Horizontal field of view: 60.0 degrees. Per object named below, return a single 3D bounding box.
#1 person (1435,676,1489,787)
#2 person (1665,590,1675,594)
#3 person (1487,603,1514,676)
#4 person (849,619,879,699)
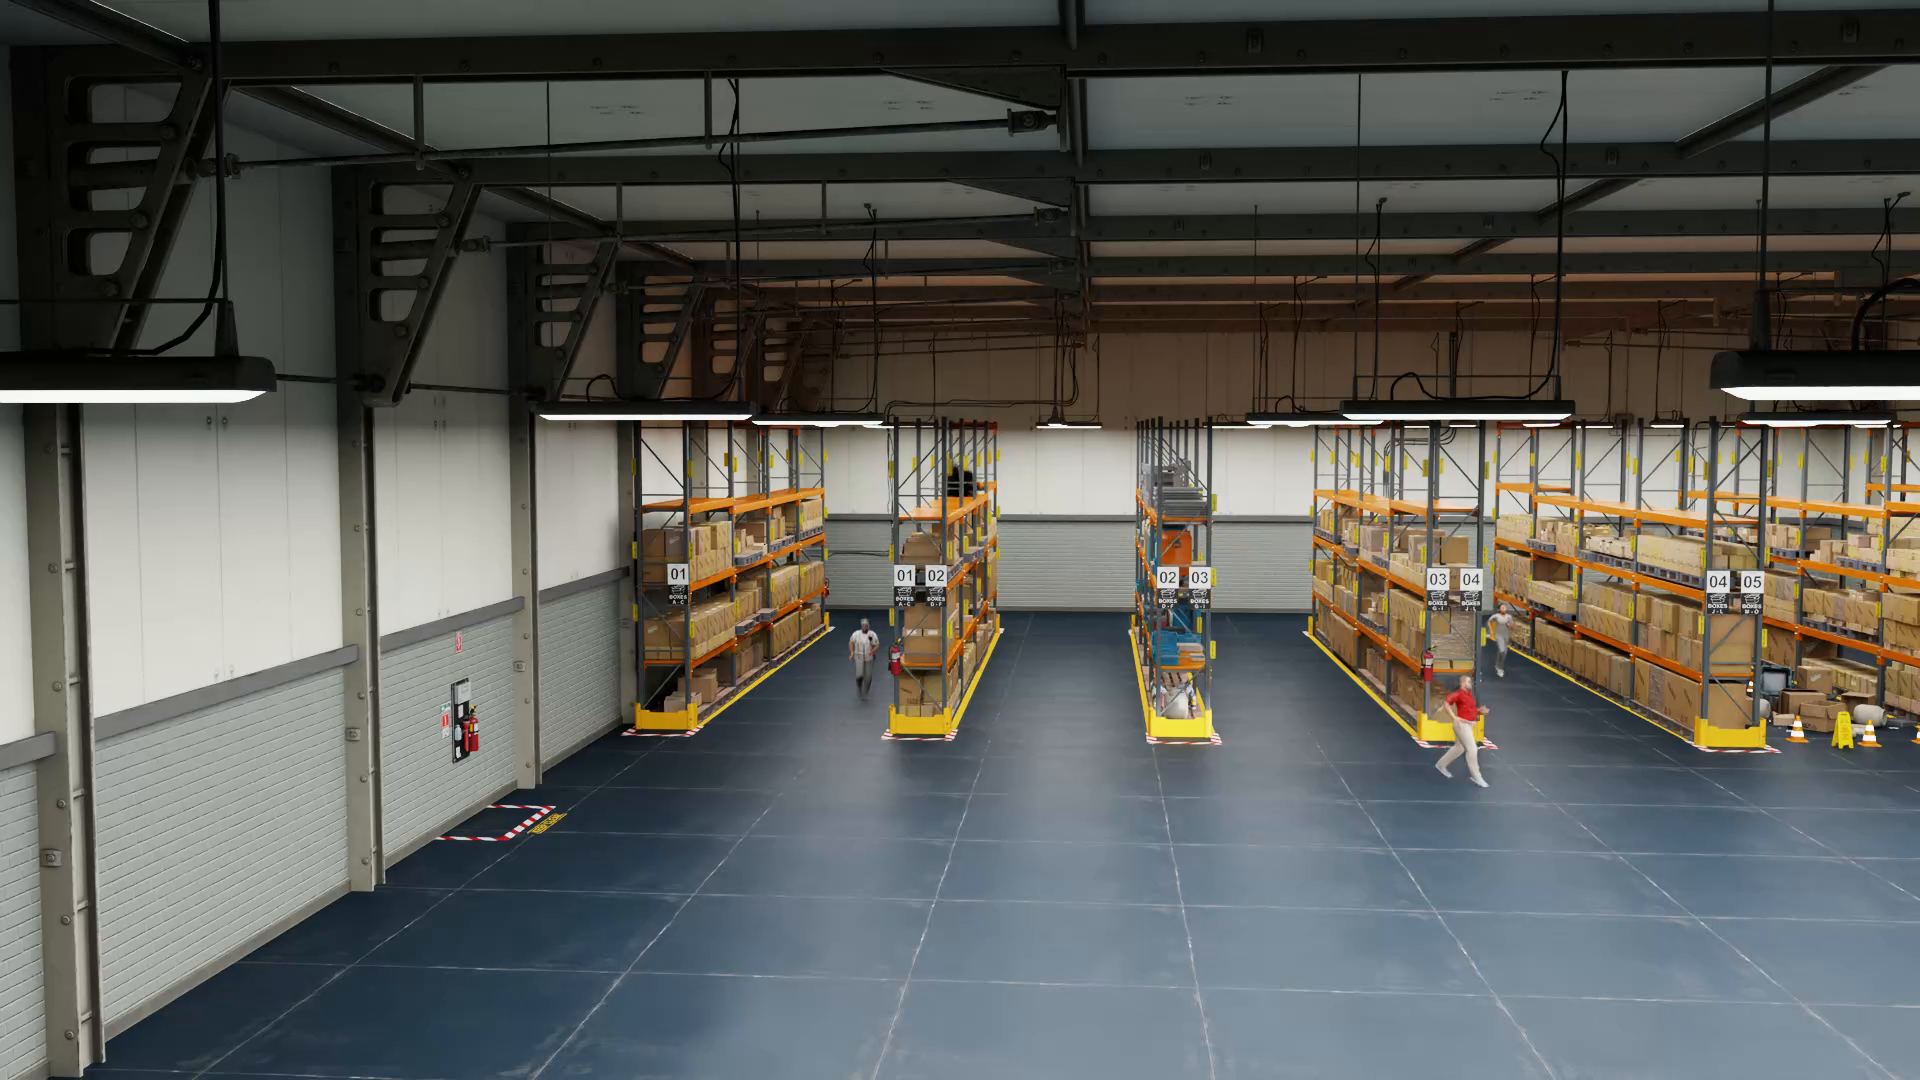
[{"bbox_3d":[8.187,3.090,27.081,0.911,1.776,0.653,2,4,30],"label":"person"},{"bbox_3d":[20.157,1.780,47.289,0.520,1.725,0.715,2,4,30],"label":"person"},{"bbox_3d":[12.741,2.334,39.134,0.531,1.720,0.738,0,4,-7],"label":"person"},{"bbox_3d":[-2.039,2.531,35.416,0.637,1.738,0.733,0,4,-4],"label":"person"}]
